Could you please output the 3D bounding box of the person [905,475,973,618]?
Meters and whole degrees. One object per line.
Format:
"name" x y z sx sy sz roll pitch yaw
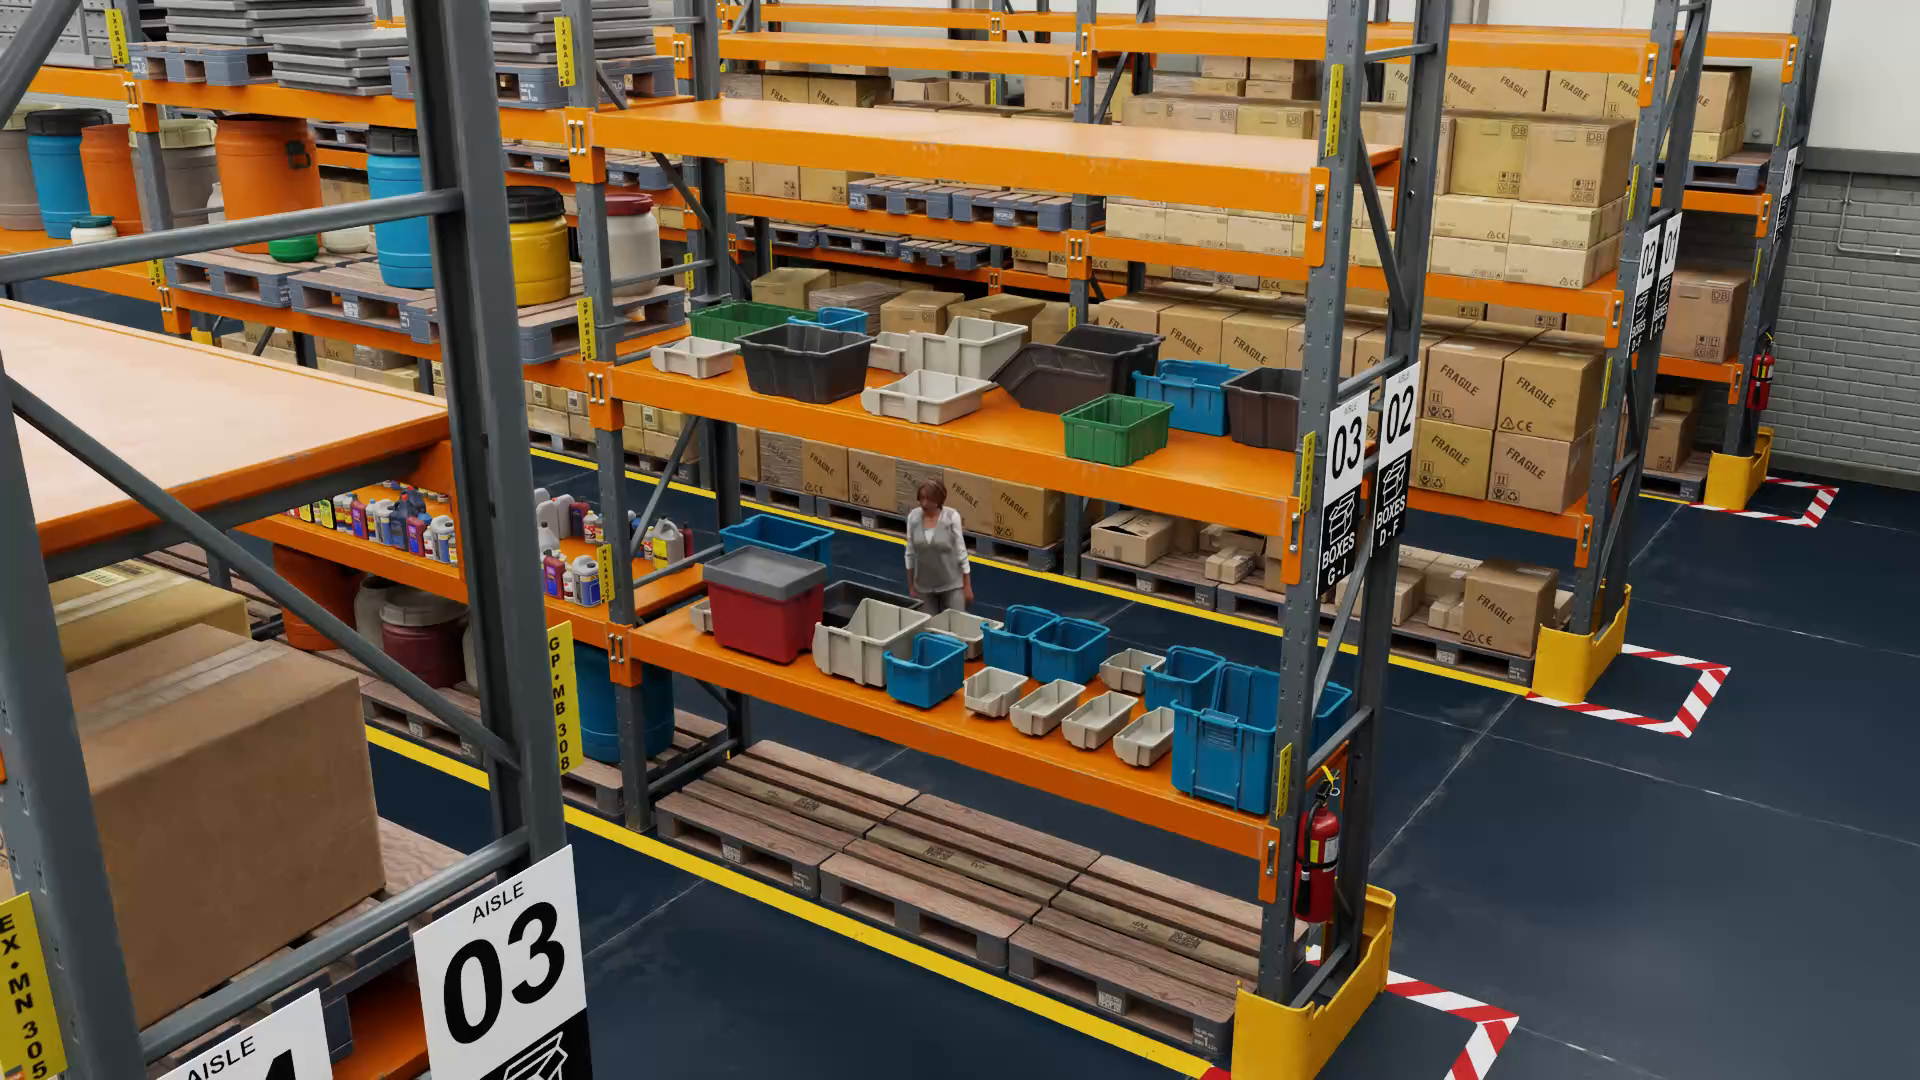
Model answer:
"person" -0.132 0.317 11.176 0.464 1.596 0.464 6 21 15
